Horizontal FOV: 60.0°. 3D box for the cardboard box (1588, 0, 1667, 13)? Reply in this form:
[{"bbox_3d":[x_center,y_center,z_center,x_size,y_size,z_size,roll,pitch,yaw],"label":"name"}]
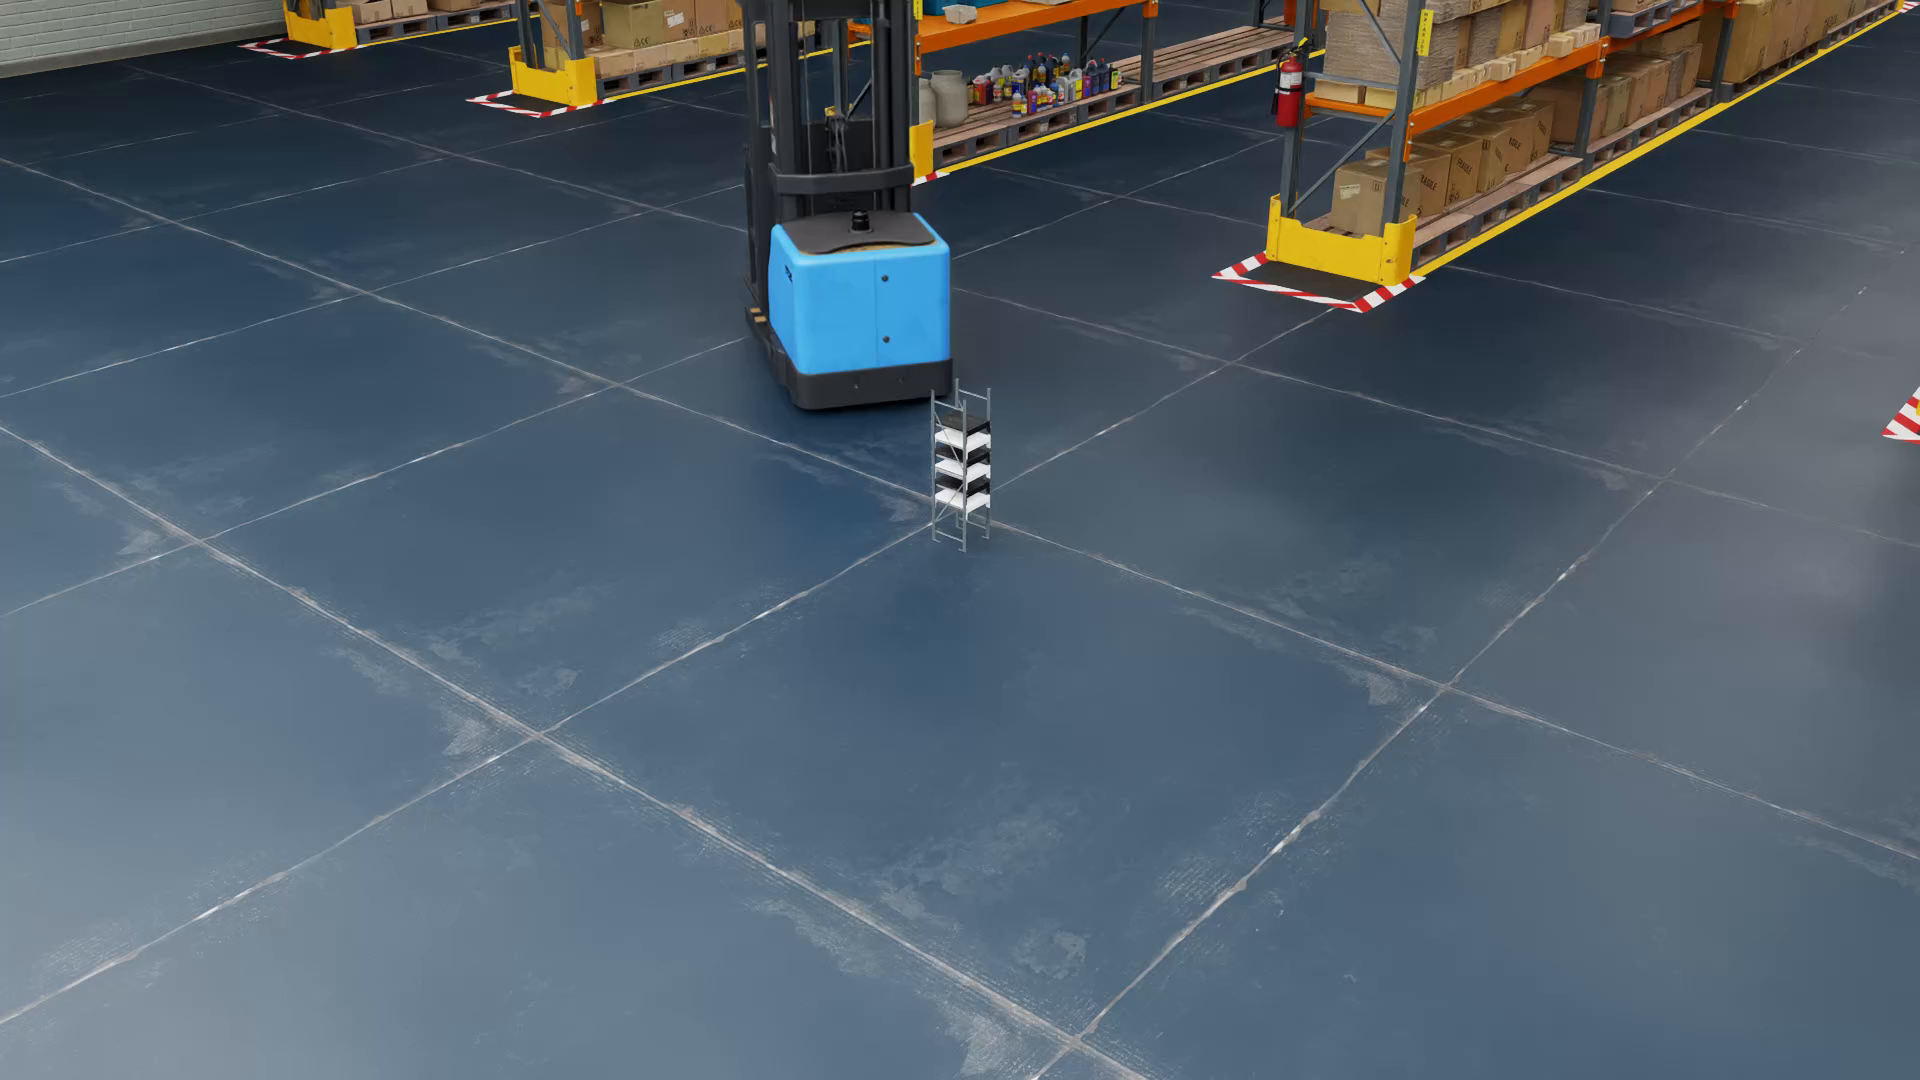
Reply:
[{"bbox_3d":[6.173,-5.639,15.776,1.000,1.000,1.000,21,34,35],"label":"cardboard box"}]

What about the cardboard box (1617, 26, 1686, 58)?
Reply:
[{"bbox_3d":[7.371,-5.344,17.742,0.500,0.250,0.500,-24,36,-38],"label":"cardboard box"}]

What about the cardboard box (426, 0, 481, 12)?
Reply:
[{"bbox_3d":[-7.074,-7.622,22.960,0.700,0.500,0.500,18,33,31],"label":"cardboard box"}]

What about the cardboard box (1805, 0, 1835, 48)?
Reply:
[{"bbox_3d":[10.256,-6.792,20.969,1.225,0.875,0.875,21,34,35],"label":"cardboard box"}]

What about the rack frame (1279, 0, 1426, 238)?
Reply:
[{"bbox_3d":[3.015,-3.527,12.803,1.000,3.000,0.127,21,34,34],"label":"rack frame"}]

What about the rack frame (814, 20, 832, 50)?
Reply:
[{"bbox_3d":[-2.082,-7.842,21.144,1.000,3.000,0.127,21,34,34],"label":"rack frame"}]

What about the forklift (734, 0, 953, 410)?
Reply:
[{"bbox_3d":[-0.948,-2.801,11.474,1.130,2.935,3.031,-8,28,-14],"label":"forklift"}]

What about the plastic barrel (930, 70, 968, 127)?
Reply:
[{"bbox_3d":[-0.128,-4.489,16.914,0.421,0.512,0.421,0,27,0],"label":"plastic barrel"}]

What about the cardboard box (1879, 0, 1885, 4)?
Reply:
[{"bbox_3d":[12.847,-8.192,23.677,0.875,0.875,0.875,21,34,34],"label":"cardboard box"}]

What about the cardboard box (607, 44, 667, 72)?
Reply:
[{"bbox_3d":[-3.799,-5.692,19.524,0.500,0.250,0.500,21,34,34],"label":"cardboard box"}]

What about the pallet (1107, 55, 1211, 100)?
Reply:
[{"bbox_3d":[2.207,-5.444,19.544,1.003,0.211,1.213,21,34,34],"label":"pallet"}]

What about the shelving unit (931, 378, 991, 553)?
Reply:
[{"bbox_3d":[0.005,-0.403,9.049,0.258,0.900,0.210,21,34,34],"label":"shelving unit"}]

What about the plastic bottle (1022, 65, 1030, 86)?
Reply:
[{"bbox_3d":[0.719,-5.081,18.299,0.097,0.271,0.097,0,27,0],"label":"plastic bottle"}]

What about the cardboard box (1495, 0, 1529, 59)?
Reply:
[{"bbox_3d":[4.290,-4.441,14.138,0.875,0.500,0.500,21,34,34],"label":"cardboard box"}]

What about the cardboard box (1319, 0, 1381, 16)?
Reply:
[{"bbox_3d":[3.174,-4.415,12.999,0.500,0.500,0.500,21,34,34],"label":"cardboard box"}]

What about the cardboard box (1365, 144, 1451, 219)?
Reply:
[{"bbox_3d":[3.779,-3.042,14.129,0.500,0.500,0.500,-18,32,-31],"label":"cardboard box"}]

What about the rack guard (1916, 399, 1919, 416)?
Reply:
[{"bbox_3d":[6.763,-0.923,10.490,1.175,0.500,0.348,21,34,34],"label":"rack guard"}]

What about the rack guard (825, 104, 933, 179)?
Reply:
[{"bbox_3d":[-0.795,-3.905,16.254,1.175,0.500,0.348,21,34,34],"label":"rack guard"}]

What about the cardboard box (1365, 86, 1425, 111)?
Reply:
[{"bbox_3d":[3.380,-3.447,12.922,0.380,0.149,0.250,21,34,34],"label":"cardboard box"}]

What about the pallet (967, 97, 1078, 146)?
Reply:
[{"bbox_3d":[0.502,-4.494,17.707,1.003,0.211,1.213,21,34,34],"label":"pallet"}]

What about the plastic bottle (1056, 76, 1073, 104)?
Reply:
[{"bbox_3d":[1.116,-4.827,17.801,0.152,0.276,0.135,21,34,35],"label":"plastic bottle"}]

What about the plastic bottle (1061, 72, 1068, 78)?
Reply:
[{"bbox_3d":[1.127,-4.907,17.949,0.061,0.283,0.133,21,34,34],"label":"plastic bottle"}]

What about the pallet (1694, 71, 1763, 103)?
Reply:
[{"bbox_3d":[8.663,-5.382,19.425,1.003,0.211,1.213,21,34,34],"label":"pallet"}]

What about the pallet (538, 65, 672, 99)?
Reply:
[{"bbox_3d":[-4.173,-5.468,19.591,1.003,0.211,1.213,21,34,34],"label":"pallet"}]

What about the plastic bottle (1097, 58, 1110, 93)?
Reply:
[{"bbox_3d":[1.550,-5.099,18.246,0.144,0.351,0.185,20,33,33],"label":"plastic bottle"}]

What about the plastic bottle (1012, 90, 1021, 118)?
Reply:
[{"bbox_3d":[0.587,-4.510,17.194,0.097,0.271,0.097,0,27,0],"label":"plastic bottle"}]

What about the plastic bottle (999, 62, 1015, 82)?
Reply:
[{"bbox_3d":[0.513,-5.029,18.111,0.144,0.351,0.185,20,34,34],"label":"plastic bottle"}]

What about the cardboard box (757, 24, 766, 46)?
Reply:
[{"bbox_3d":[-2.534,-6.404,20.901,0.500,0.250,0.500,21,34,34],"label":"cardboard box"}]

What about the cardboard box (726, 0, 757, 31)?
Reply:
[{"bbox_3d":[-2.851,-6.560,20.385,0.500,0.500,0.500,21,34,34],"label":"cardboard box"}]

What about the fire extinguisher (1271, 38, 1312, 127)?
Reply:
[{"bbox_3d":[2.586,-3.587,13.003,0.296,0.674,0.183,21,34,34],"label":"fire extinguisher"}]

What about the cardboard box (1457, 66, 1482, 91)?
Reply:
[{"bbox_3d":[4.032,-3.795,13.595,0.380,0.149,0.250,21,34,34],"label":"cardboard box"}]

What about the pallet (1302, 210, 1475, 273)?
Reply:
[{"bbox_3d":[3.607,-2.593,14.033,1.003,0.211,1.213,21,34,34],"label":"pallet"}]

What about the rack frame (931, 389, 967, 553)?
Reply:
[{"bbox_3d":[-0.059,-0.367,8.979,0.240,0.900,0.006,21,34,34],"label":"rack frame"}]

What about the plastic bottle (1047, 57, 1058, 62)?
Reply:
[{"bbox_3d":[1.012,-5.271,18.660,0.152,0.276,0.135,22,35,36],"label":"plastic bottle"}]

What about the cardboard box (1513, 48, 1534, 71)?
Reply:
[{"bbox_3d":[4.684,-4.144,14.269,0.380,0.149,0.250,21,34,34],"label":"cardboard box"}]

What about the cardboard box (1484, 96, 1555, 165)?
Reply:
[{"bbox_3d":[5.274,-3.891,15.771,0.500,0.500,0.500,20,33,33],"label":"cardboard box"}]

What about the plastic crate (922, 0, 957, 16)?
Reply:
[{"bbox_3d":[-0.302,-5.402,16.589,0.499,0.251,0.408,21,34,34],"label":"plastic crate"}]

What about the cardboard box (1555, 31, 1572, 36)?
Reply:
[{"bbox_3d":[5.278,-4.515,14.986,0.380,0.149,0.250,21,34,34],"label":"cardboard box"}]

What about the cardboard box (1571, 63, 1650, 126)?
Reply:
[{"bbox_3d":[6.640,-4.604,17.126,0.700,0.500,0.500,18,32,30],"label":"cardboard box"}]

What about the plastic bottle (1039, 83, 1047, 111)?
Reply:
[{"bbox_3d":[0.868,-4.667,17.497,0.097,0.271,0.097,0,27,0],"label":"plastic bottle"}]

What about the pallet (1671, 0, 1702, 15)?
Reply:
[{"bbox_3d":[6.876,-5.564,16.950,1.003,0.211,1.213,21,34,34],"label":"pallet"}]

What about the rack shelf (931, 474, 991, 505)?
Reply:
[{"bbox_3d":[0.005,-0.293,9.105,0.258,0.077,0.200,21,34,34],"label":"rack shelf"}]

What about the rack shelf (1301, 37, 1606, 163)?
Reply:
[{"bbox_3d":[4.287,-3.917,14.339,1.077,0.370,4.000,21,34,34],"label":"rack shelf"}]

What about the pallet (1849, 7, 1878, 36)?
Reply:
[{"bbox_3d":[11.967,-7.224,22.985,1.003,0.211,1.213,21,34,34],"label":"pallet"}]

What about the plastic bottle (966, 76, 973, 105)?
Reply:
[{"bbox_3d":[0.083,-4.790,17.721,0.061,0.283,0.133,22,34,36],"label":"plastic bottle"}]

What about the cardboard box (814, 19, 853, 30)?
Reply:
[{"bbox_3d":[-1.635,-6.878,21.816,0.500,0.250,0.500,20,33,33],"label":"cardboard box"}]

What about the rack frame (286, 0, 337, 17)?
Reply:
[{"bbox_3d":[-8.452,-7.870,21.198,1.000,3.000,0.127,21,34,34],"label":"rack frame"}]
